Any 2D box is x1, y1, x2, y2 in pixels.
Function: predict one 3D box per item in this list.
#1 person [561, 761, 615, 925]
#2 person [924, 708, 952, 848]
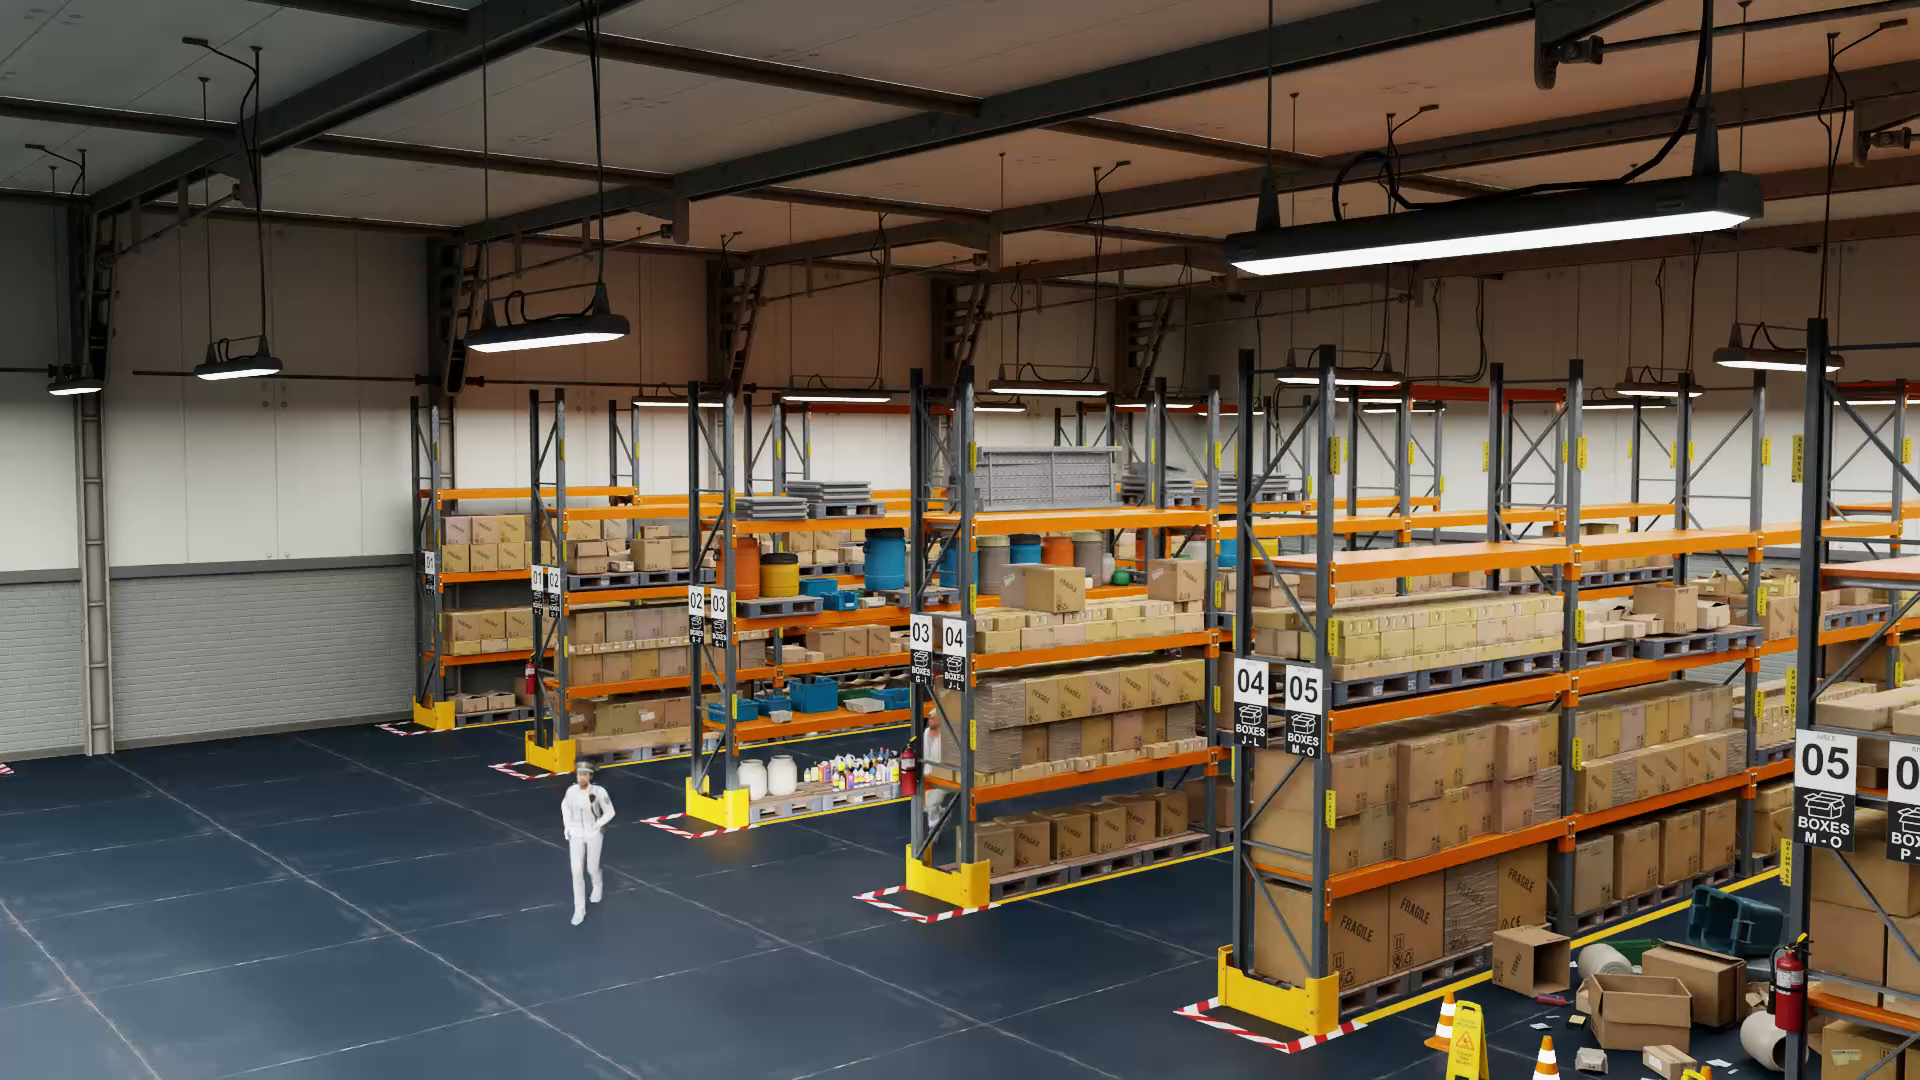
[{"bbox_3d":[-4.077,3.252,18.187,0.621,1.703,0.855,0,3,-1],"label":"person"},{"bbox_3d":[-0.263,3.029,21.354,0.683,1.770,0.717,2,4,36],"label":"person"}]
